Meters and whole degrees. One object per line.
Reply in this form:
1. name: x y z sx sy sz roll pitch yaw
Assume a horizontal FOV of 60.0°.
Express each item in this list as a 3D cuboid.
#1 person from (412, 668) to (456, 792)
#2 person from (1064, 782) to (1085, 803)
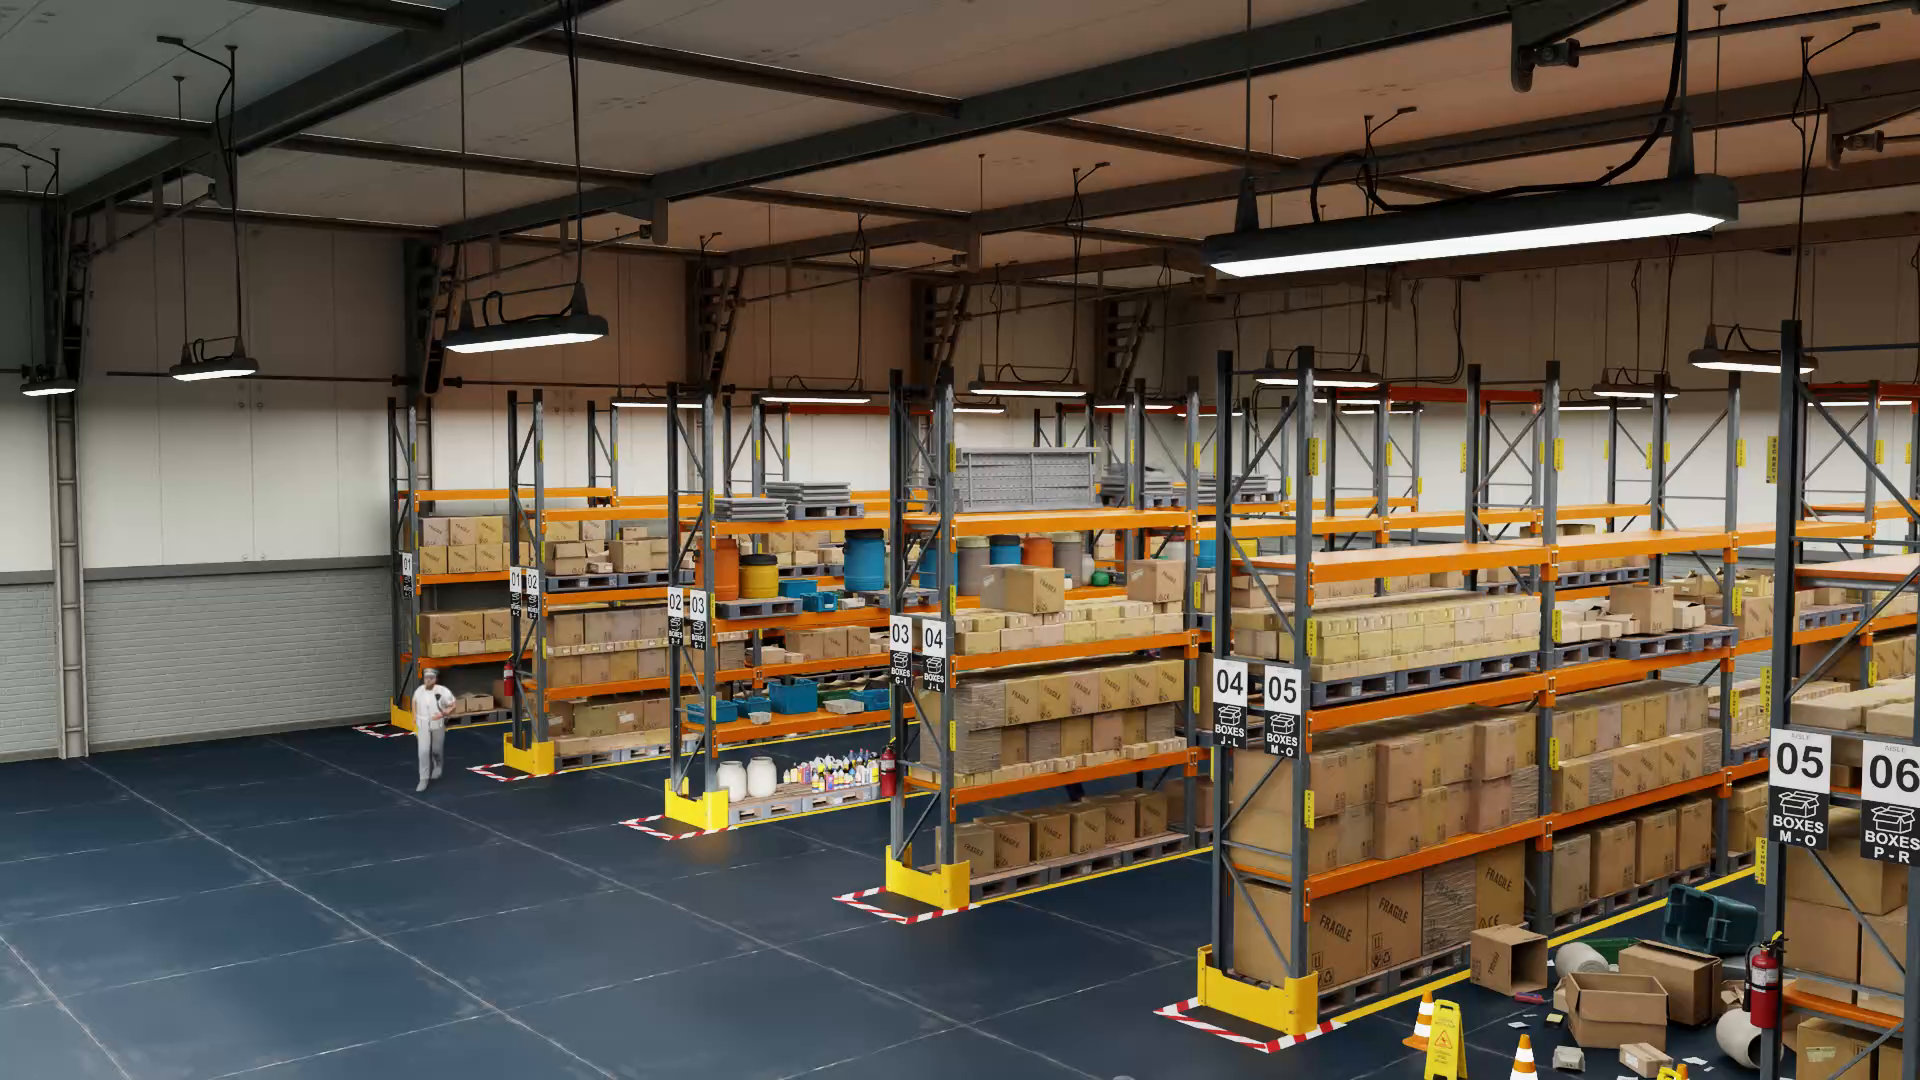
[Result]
1. person: -7.917 2.803 25.031 0.671 1.800 0.917 0 3 -8
2. person: 1.514 2.994 23.518 0.612 1.598 0.586 3 4 41
